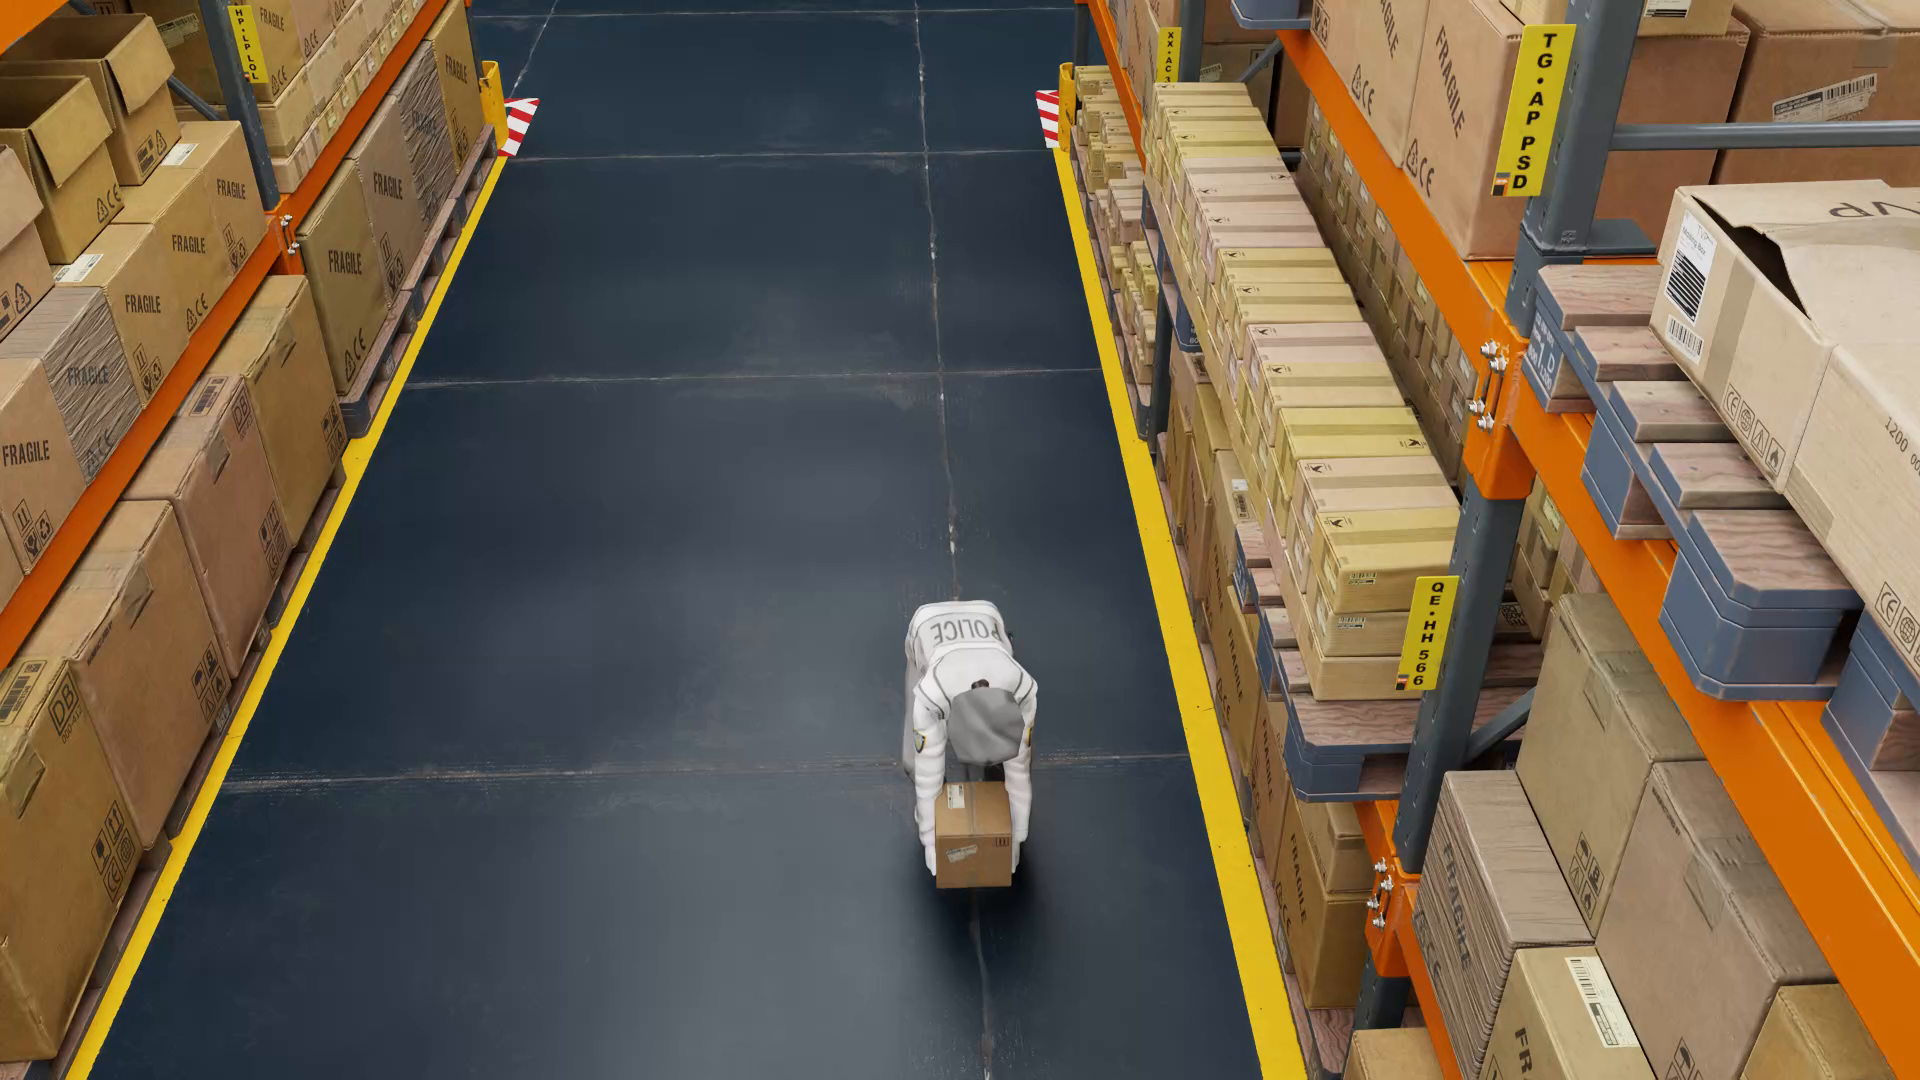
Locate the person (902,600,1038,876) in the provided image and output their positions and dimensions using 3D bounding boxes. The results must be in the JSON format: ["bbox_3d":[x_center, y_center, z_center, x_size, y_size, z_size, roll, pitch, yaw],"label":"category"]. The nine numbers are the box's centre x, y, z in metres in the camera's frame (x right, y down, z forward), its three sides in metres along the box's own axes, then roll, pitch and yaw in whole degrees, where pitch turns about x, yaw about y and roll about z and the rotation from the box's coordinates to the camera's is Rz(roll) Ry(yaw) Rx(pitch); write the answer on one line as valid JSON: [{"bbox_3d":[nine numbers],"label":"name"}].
[{"bbox_3d":[0.034,0.696,5.752,0.467,0.991,0.917,-3,36,-5],"label":"person"}]
